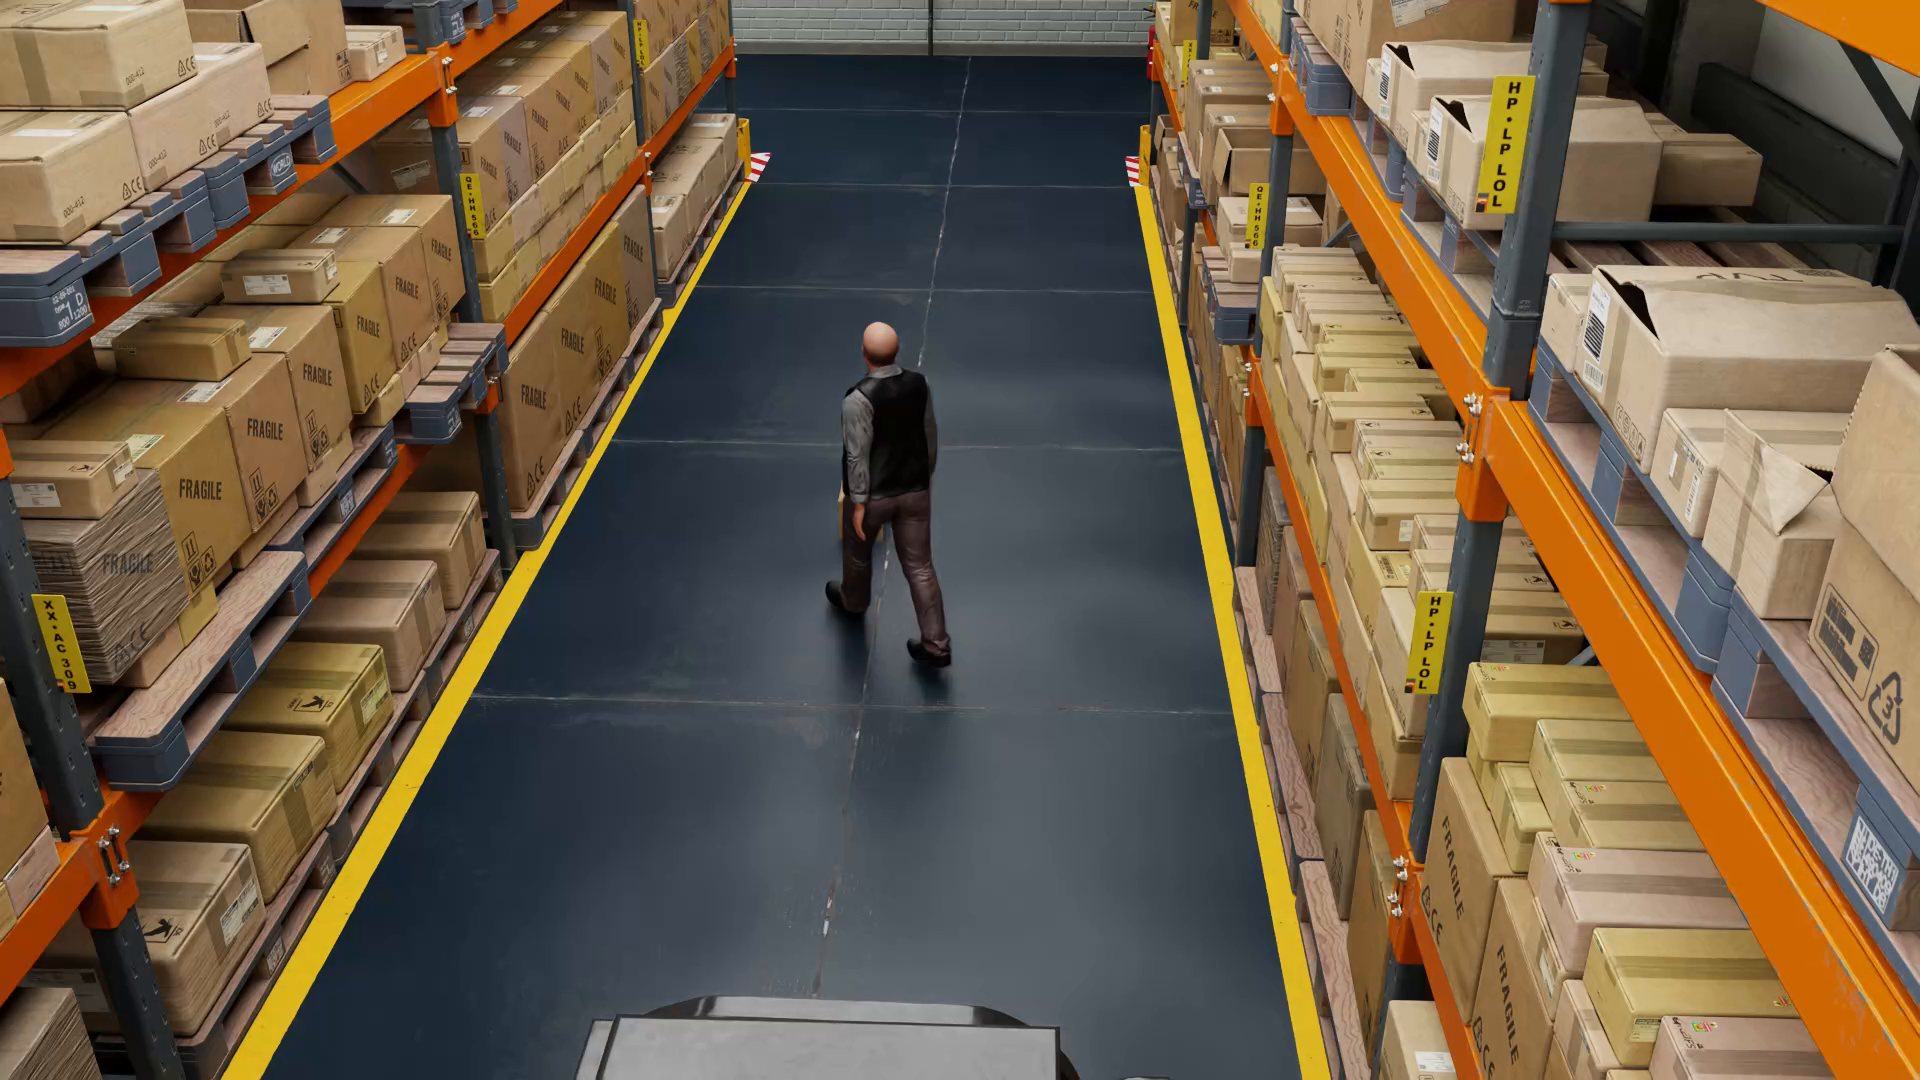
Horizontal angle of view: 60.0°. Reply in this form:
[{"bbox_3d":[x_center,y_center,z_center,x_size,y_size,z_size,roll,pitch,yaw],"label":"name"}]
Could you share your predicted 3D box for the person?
[{"bbox_3d":[-0.339,-0.255,8.168,0.553,1.676,1.033,-14,31,-25],"label":"person"}]
